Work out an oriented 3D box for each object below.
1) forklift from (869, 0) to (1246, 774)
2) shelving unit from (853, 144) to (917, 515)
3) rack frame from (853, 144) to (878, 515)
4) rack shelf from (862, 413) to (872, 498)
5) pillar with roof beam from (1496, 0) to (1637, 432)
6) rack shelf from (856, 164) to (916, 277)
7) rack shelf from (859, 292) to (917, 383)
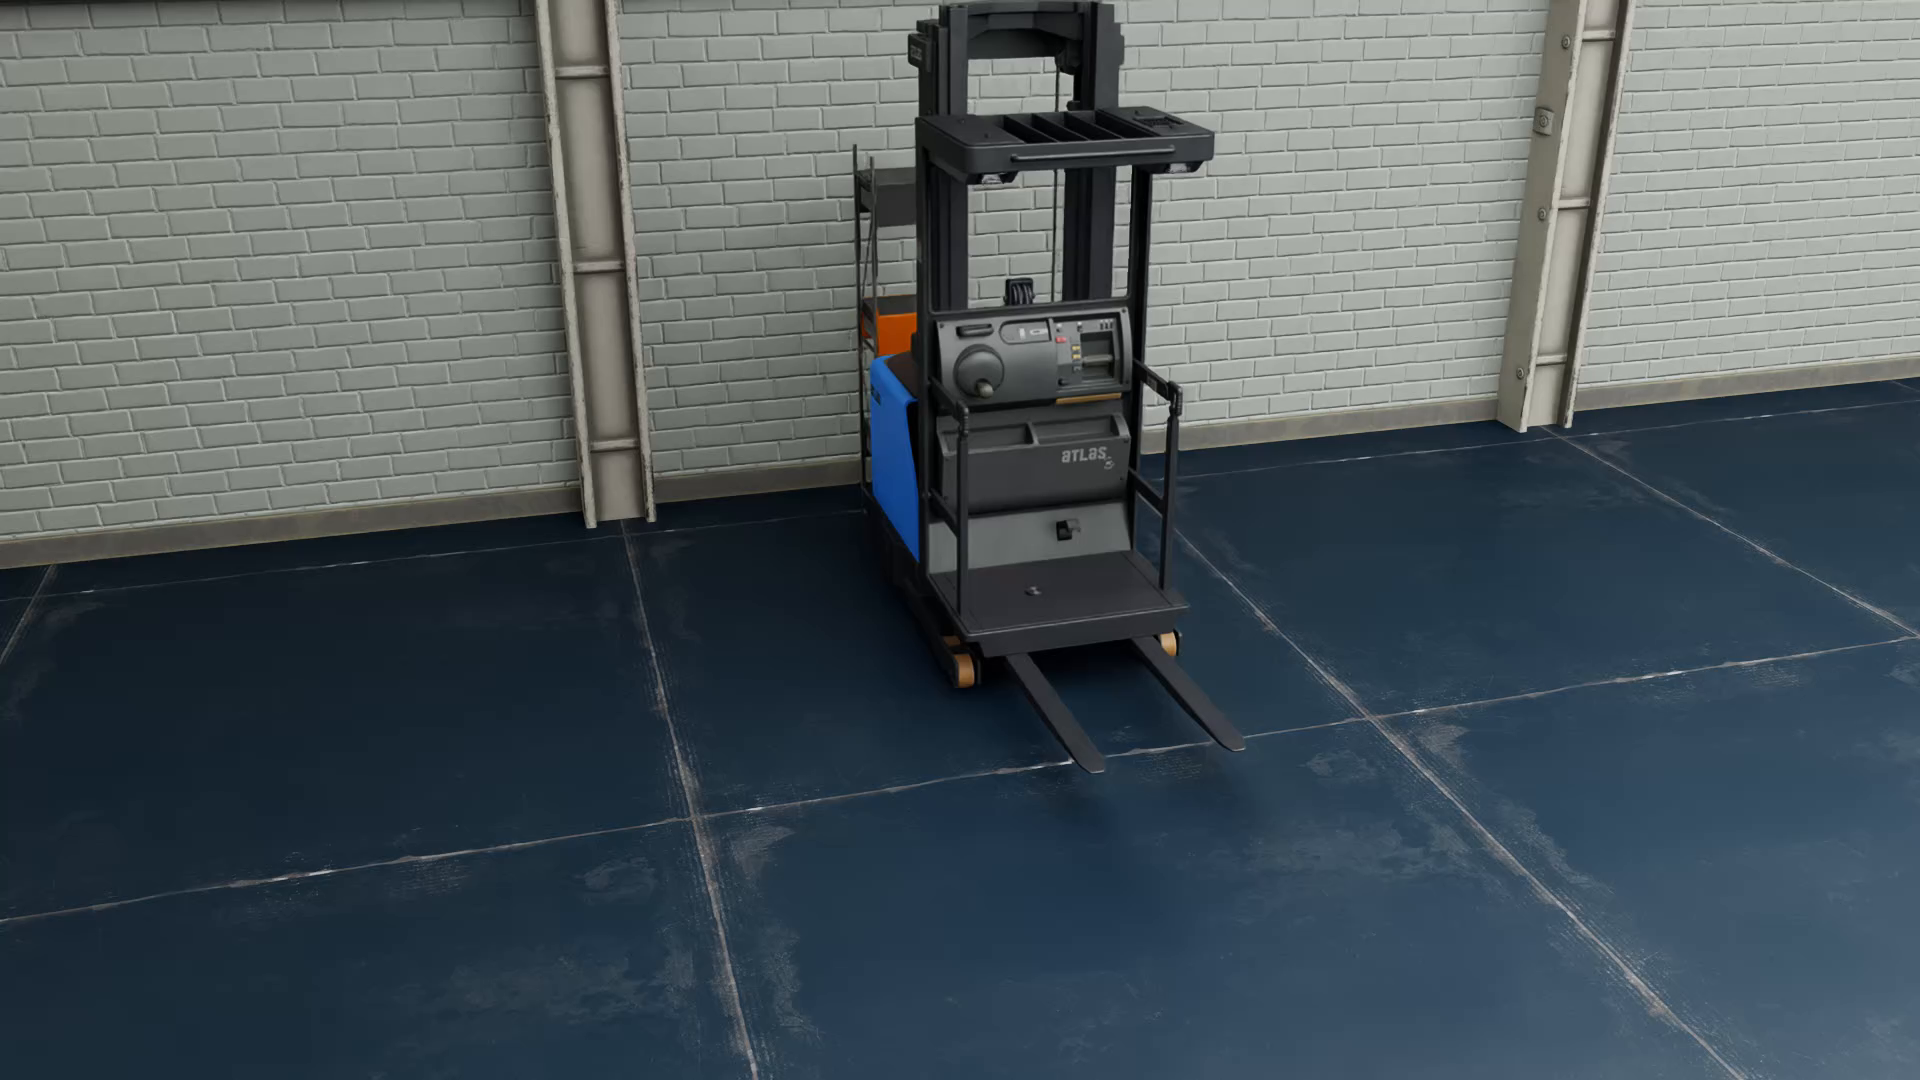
[{"bbox_3d":[0.410,-0.834,7.476,1.130,2.935,3.031,-7,24,-15],"label":"forklift"},{"bbox_3d":[-0.271,-1.094,9.137,0.503,2.100,0.431,-7,24,-16],"label":"shelving unit"},{"bbox_3d":[-0.504,-1.066,9.071,0.015,2.100,0.400,-7,24,-16],"label":"rack frame"},{"bbox_3d":[-0.271,-0.438,9.418,0.480,0.518,0.431,-7,24,-16],"label":"rack shelf"},{"bbox_3d":[4.976,-3.285,5.494,0.400,9.000,9.100,-6,24,-14],"label":"pillar with roof beam"},{"bbox_3d":[-0.271,-1.725,8.866,0.480,0.518,0.431,-7,24,-16],"label":"rack shelf"},{"bbox_3d":[-0.271,-1.081,9.142,0.480,0.518,0.431,-7,24,-16],"label":"rack shelf"}]
